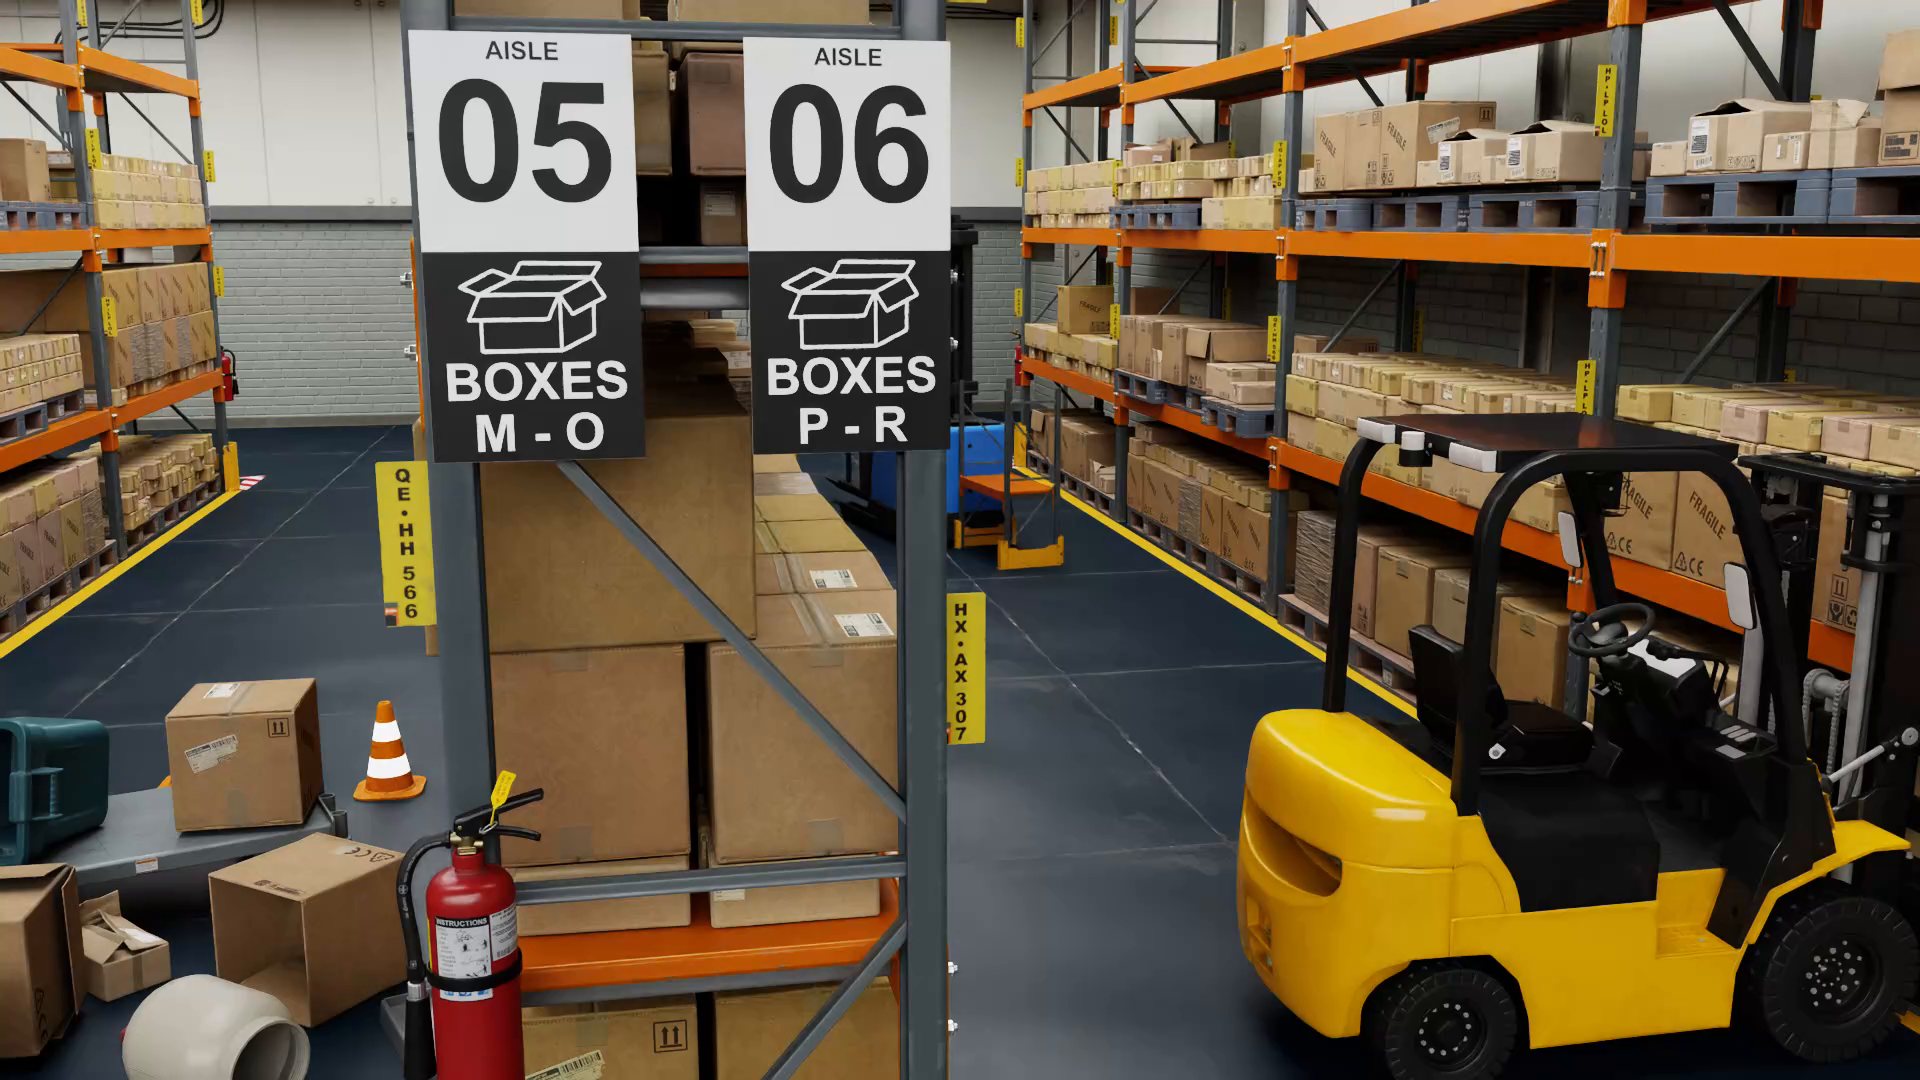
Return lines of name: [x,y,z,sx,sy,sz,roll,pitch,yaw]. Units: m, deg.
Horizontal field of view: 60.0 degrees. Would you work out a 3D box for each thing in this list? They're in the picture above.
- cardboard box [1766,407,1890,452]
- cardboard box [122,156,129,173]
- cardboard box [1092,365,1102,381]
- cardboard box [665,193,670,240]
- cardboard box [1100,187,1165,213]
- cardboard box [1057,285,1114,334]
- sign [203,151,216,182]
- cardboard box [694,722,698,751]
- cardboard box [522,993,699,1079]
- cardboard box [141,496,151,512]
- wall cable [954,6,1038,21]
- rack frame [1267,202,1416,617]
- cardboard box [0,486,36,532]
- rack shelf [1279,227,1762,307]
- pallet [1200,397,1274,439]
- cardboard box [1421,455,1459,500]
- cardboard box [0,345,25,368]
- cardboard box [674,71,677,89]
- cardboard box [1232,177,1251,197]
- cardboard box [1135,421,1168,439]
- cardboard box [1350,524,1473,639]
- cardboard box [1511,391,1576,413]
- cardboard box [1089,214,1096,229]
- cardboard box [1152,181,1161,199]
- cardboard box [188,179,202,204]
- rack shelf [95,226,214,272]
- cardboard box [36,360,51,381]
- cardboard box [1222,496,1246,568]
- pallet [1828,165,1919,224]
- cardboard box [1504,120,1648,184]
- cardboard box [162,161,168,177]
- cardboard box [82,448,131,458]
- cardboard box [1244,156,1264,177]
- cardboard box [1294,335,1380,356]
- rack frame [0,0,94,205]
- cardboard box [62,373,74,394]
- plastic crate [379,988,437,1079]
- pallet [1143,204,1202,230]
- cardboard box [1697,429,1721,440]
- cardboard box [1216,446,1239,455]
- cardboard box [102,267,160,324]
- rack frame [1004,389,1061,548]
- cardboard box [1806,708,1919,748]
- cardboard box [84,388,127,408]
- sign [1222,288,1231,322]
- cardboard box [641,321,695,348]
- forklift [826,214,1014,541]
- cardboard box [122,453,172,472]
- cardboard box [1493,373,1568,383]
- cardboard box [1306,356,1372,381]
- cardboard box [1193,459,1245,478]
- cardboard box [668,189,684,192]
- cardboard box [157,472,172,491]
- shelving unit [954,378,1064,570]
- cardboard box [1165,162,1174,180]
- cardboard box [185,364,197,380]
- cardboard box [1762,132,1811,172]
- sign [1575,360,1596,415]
cardboard box: [3.557,-0.455,6.819,0.380,0.149,0.250,-2,11,-12]
cardboard box: [-7.718,-3.381,14.966,0.380,0.149,0.250,-2,11,-13]
cardboard box: [1.550,-1.686,16.756,0.380,0.149,0.250,-2,11,-10]
cardboard box: [-0.792,-1.081,5.557,0.380,0.149,0.250,-2,11,-10]
cardboard box: [1.666,-3.291,16.103,0.500,0.250,0.500,-2,11,-11]
cardboard box: [1.344,-2.472,17.817,0.500,0.500,0.500,-2,11,-10]
sign: [-7.928,-3.945,17.563,0.100,0.325,0.005,-2,11,-11]
cardboard box: [-0.624,0.532,5.107,0.380,0.149,0.250,-2,11,-9]
cardboard box: [-0.940,1.355,4.335,0.500,0.500,0.500,-2,11,-11]
cardboard box: [-7.703,-0.308,15.346,0.380,0.149,0.250,-2,11,-12]
wall cable: [1.386,-9.161,24.437,2.988,3.039,0.133,-2,11,-11]
rack frame: [2.784,-0.932,12.126,1.000,3.000,0.127,-2,11,-11]
cardboard box: [-6.999,-0.219,11.934,0.500,0.250,0.500,-2,11,-11]
rack shelf: [3.173,-1.686,9.986,1.077,0.370,4.000,-2,11,-11]
pallet: [2.583,-0.960,12.784,1.213,0.211,1.003,-2,11,-11]
cardboard box: [3.037,-0.392,9.689,0.500,0.250,0.500,-2,11,-11]
cardboard box: [-7.176,-1.356,12.308,0.380,0.149,0.250,-3,11,-14]
cardboard box: [-0.663,-1.379,4.988,0.380,0.149,0.250,-2,11,-10]
cardboard box: [2.330,-2.726,12.861,0.380,0.149,0.250,-2,11,-11]
cardboard box: [1.874,-1.036,15.702,0.380,0.149,0.250,-2,11,-12]
cardboard box: [3.026,0.262,11.077,0.875,0.625,0.625,-2,11,-9]
cardboard box: [3.214,-0.715,8.979,0.380,0.149,0.250,-2,11,-11]
cardboard box: [1.514,-3.211,16.748,0.380,0.149,0.250,-2,11,-11]
cardboard box: [1.875,-3.015,14.327,0.380,0.149,0.250,-2,11,-12]
cardboard box: [-8.137,-3.590,17.131,0.500,0.250,0.500,-2,11,-13]
rack shelf: [-8.087,-2.773,15.699,1.077,0.370,4.000,-2,11,-11]
cardboard box: [-7.272,-1.306,12.840,0.380,0.149,0.250,-2,11,-13]
cardboard box: [2.404,-0.073,13.171,0.500,0.500,0.500,-2,11,-12]
pallet: [3.987,-1.250,6.009,1.003,0.211,1.213,-2,11,-11]
cardboard box: [3.182,-2.008,8.602,0.500,0.311,0.500,-2,11,-13]
cardboard box: [-7.973,-3.622,16.232,0.380,0.149,0.250,-2,11,-12]
cardboard box: [-8.439,-0.819,16.440,0.380,0.149,0.250,-2,11,-9]
cardboard box: [2.378,-2.825,12.589,0.380,0.149,0.250,-2,11,-13]
cardboard box: [2.837,-1.288,12.603,0.500,0.500,0.500,-2,11,-8]
rack frame: [-7.698,-4.233,13.424,1.000,3.000,0.127,-2,11,-11]
cardboard box: [-7.376,-1.256,13.375,0.380,0.149,0.250,-2,11,-11]
plastic crate: [-1.805,1.735,5.923,0.402,0.080,0.583,-6,13,-31]
pallet: [2.268,-2.735,14.077,1.213,0.211,1.003,-2,11,-11]
cardboard box: [3.496,-0.404,7.349,0.380,0.149,0.250,-2,11,-11]
cardboard box: [2.548,-0.768,15.088,0.380,0.149,0.250,-3,11,-14]
cardboard box: [-7.730,-2.252,15.324,0.500,0.500,0.500,-2,11,-10]
rack frame: [0.603,-0.506,13.897,0.500,1.500,0.032,-4,12,-21]
cardboard box: [3.640,0.836,6.391,0.500,0.250,0.500,-2,11,-12]
cardboard box: [-7.432,-1.227,14.344,0.380,0.149,0.250,-2,11,-9]
sign: [2.549,-2.256,15.982,0.100,0.325,0.005,-2,11,-11]
cardboard box: [-1.434,-0.615,6.724,0.700,0.500,0.500,-2,11,-12]
forklift: [-0.531,-1.643,16.042,1.130,2.935,3.031,-4,12,-22]
cardboard box: [-7.841,-0.743,16.039,0.380,0.149,0.250,-2,11,-11]
cardboard box: [3.453,-0.920,10.059,0.380,0.149,0.250,-2,11,-11]
cardboard box: [2.610,-1.182,11.436,0.380,0.149,0.250,-2,11,-10]
cardboard box: [2.211,-0.602,14.217,0.380,0.149,0.250,-2,11,-11]
cardboard box: [-0.659,-1.213,5.184,0.500,0.250,0.500,-2,11,-10]
cardboard box: [-7.742,-0.552,15.835,0.380,0.149,0.250,-2,11,-11]
shelving unit: [0.412,-0.596,14.369,0.587,1.500,1.083,-4,12,-21]
cardboard box: [1.952,-3.113,14.047,0.380,0.149,0.250,-2,11,-11]
cardboard box: [-7.988,-1.709,16.876,0.380,0.149,0.250,-2,11,-9]
cardboard box: [3.501,-1.570,6.735,0.380,0.149,0.250,-2,11,-9]
sign: [3.031,-0.707,8.058,0.100,0.325,0.005,-2,11,-11]
